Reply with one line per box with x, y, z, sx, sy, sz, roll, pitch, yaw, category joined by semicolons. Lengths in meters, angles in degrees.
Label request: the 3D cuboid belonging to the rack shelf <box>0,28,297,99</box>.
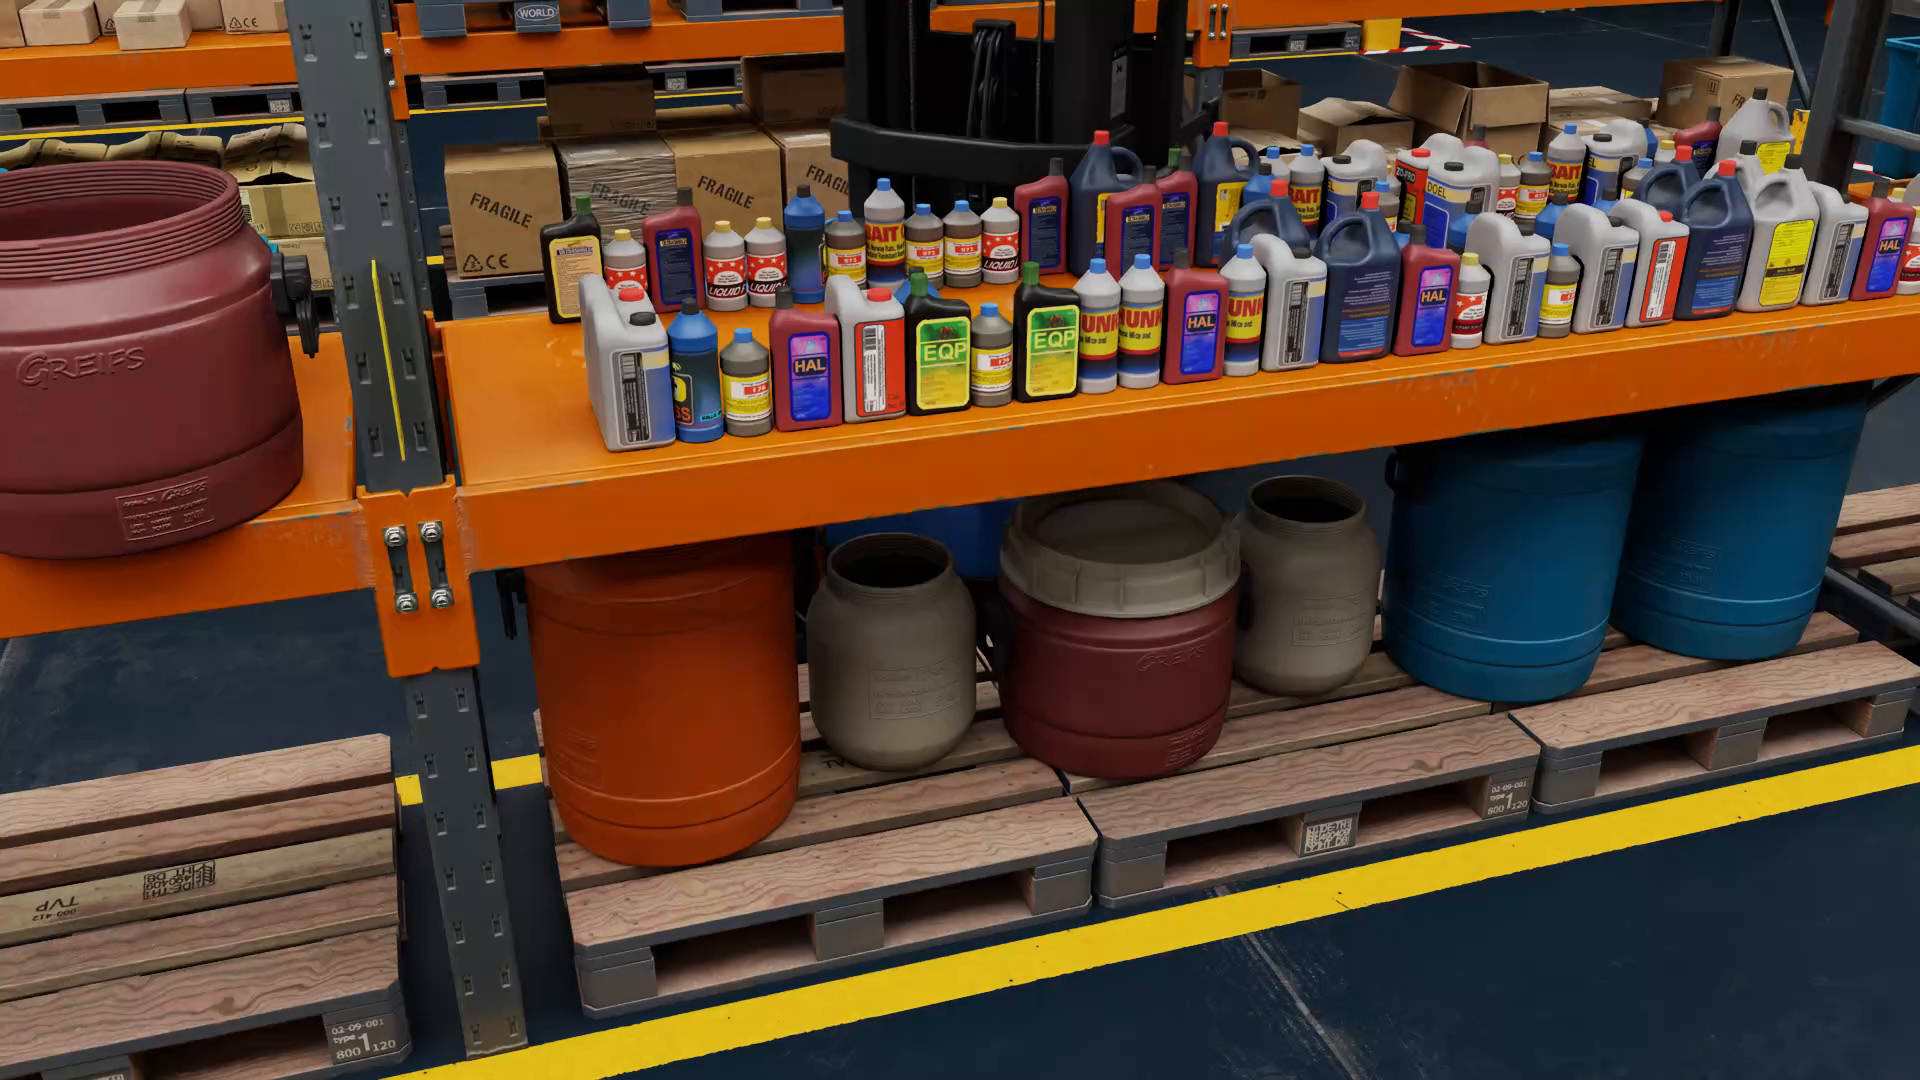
-4.570;-1.956;7.125;4.000;0.370;1.077;-8;28;-16;rack shelf

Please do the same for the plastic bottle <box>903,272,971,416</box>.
-0.045;-0.392;3.297;0.133;0.283;0.061;-8;28;-16;plastic bottle

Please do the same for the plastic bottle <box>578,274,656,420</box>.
-0.674;-0.390;3.302;0.135;0.276;0.152;-8;28;-16;plastic bottle

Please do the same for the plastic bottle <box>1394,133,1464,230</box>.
1.227;-0.924;4.376;0.135;0.276;0.152;-8;28;-16;plastic bottle

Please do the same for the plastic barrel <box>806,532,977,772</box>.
-0.169;0.278;4.143;0.421;0.512;0.421;0;26;0;plastic barrel

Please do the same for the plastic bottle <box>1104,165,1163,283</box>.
0.422;-0.764;4.047;0.133;0.283;0.061;-8;28;-16;plastic bottle

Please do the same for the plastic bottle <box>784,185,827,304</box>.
-0.366;-0.704;3.939;0.097;0.271;0.097;0;26;0;plastic bottle

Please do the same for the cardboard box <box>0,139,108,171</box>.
-4.240;-1.668;7.726;0.500;0.311;0.500;-9;28;-17;cardboard box

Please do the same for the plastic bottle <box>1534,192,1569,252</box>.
1.380;-0.673;3.876;0.097;0.271;0.097;0;26;0;plastic bottle

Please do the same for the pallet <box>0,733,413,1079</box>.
-1.887;0.881;3.738;1.213;0.211;1.003;-8;28;-16;pallet

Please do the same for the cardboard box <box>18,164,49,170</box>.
-4.063;-1.442;7.271;0.500;0.311;0.500;-8;28;-16;cardboard box

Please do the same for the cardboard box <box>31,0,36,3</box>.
-6.403;-3.753;11.410;0.500;0.250;0.500;-9;28;-18;cardboard box

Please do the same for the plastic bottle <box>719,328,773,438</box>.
-0.415;-0.310;3.225;0.097;0.201;0.097;0;26;0;plastic bottle

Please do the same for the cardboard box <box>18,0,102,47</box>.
-3.863;-2.241;7.174;0.250;0.149;0.380;-6;27;-12;cardboard box

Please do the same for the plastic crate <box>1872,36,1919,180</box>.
3.004;-1.237;4.820;0.575;0.384;0.392;-8;28;-16;plastic crate

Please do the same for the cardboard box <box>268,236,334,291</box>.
-3.093;-1.334;7.684;0.500;0.250;0.500;-8;27;-15;cardboard box

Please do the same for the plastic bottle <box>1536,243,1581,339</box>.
1.334;-0.563;3.735;0.097;0.201;0.097;0;26;0;plastic bottle

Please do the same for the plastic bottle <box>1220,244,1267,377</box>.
0.590;-0.487;3.503;0.097;0.271;0.097;0;26;0;plastic bottle

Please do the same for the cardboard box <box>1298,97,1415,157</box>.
2.302;-2.399;9.737;0.500;0.311;0.500;-8;28;-16;cardboard box

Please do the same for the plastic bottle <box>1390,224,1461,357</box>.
1.010;-0.545;3.605;0.133;0.283;0.061;-8;28;-16;plastic bottle

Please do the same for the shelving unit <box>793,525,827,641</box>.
-0.663;-0.149;4.700;0.503;1.200;0.258;-14;30;-26;shelving unit

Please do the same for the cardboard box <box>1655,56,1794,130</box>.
4.498;-2.553;9.836;0.500;0.500;0.500;-8;28;-16;cardboard box

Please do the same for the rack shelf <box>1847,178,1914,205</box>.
4.567;-0.962;5.124;4.000;0.370;1.077;-8;28;-16;rack shelf

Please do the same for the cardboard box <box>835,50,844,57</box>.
-0.351;-2.416;8.717;0.500;0.250;0.500;-8;28;-16;cardboard box

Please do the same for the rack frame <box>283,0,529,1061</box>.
-1.138;-0.458;3.300;0.127;3.000;1.000;-8;28;-16;rack frame

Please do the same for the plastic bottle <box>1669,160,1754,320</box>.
1.717;-0.697;3.836;0.185;0.351;0.144;-8;28;-16;plastic bottle

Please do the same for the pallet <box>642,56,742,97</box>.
-2.275;-3.641;12.847;1.213;0.211;1.003;-8;28;-16;pallet

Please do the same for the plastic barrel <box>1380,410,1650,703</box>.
1.470;-0.092;4.450;0.708;0.901;0.600;-8;28;-16;plastic barrel

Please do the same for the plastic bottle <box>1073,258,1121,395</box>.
0.278;-0.442;3.412;0.097;0.271;0.097;0;26;0;plastic bottle

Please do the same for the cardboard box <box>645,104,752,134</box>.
-1.360;-1.930;8.580;0.500;0.500;0.500;-9;28;-18;cardboard box

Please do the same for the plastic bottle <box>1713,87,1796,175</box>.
2.192;-1.070;4.588;0.185;0.351;0.144;-8;28;-16;plastic bottle

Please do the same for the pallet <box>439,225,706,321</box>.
-1.947;-1.391;8.315;1.213;0.211;1.003;-8;28;-16;pallet

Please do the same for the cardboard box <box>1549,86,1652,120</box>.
3.858;-2.597;10.204;0.500;0.250;0.500;-8;28;-16;cardboard box

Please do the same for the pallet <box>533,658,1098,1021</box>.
-0.401;0.664;4.174;1.213;0.211;1.003;-8;28;-16;pallet

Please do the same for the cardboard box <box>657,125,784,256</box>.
-1.173;-1.714;8.145;0.500;0.500;0.500;-9;28;-17;cardboard box

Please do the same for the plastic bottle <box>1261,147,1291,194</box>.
0.795;-0.872;4.277;0.097;0.271;0.097;0;26;0;plastic bottle

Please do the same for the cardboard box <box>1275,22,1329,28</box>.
2.766;-4.679;14.140;0.500;0.500;0.700;-8;28;-16;cardboard box

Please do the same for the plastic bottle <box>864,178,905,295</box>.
-0.180;-0.730;3.993;0.097;0.271;0.097;0;26;0;plastic bottle

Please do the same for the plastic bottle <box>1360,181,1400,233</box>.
1.063;-0.808;4.228;0.097;0.201;0.097;0;26;0;plastic bottle

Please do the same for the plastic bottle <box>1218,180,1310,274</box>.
0.670;-0.616;3.674;0.185;0.351;0.144;-8;28;-16;plastic bottle

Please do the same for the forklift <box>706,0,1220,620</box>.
0.311;-1.609;5.695;1.130;2.935;3.031;12;29;23;forklift

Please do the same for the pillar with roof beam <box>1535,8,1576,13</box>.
7.033;-7.353;10.442;0.400;9.000;9.100;-8;28;-16;pillar with roof beam

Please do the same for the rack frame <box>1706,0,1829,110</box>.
4.938;-3.655;9.739;0.127;3.000;1.000;-8;28;-16;rack frame

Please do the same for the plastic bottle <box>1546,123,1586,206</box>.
1.641;-0.994;4.524;0.097;0.271;0.097;0;26;0;plastic bottle

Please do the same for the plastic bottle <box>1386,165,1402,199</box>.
1.108;-0.886;4.384;0.097;0.201;0.097;0;26;0;plastic bottle

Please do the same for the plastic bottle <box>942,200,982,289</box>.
0.005;-0.726;4.062;0.097;0.201;0.097;0;26;0;plastic bottle

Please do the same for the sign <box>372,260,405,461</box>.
-0.961;-0.300;2.797;0.005;0.325;0.100;-8;28;-16;sign

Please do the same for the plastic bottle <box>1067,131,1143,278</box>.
0.366;-0.834;4.112;0.185;0.351;0.144;-8;28;-16;plastic bottle

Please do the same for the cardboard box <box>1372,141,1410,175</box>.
2.421;-2.122;9.342;0.250;0.166;0.380;-8;28;-16;cardboard box

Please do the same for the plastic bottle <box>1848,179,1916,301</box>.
2.185;-0.715;3.948;0.133;0.283;0.061;-8;28;-16;plastic bottle

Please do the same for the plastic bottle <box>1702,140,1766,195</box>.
1.848;-0.783;4.010;0.185;0.351;0.144;-8;28;-16;plastic bottle

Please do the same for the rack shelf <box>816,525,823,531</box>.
-0.663;-0.088;4.730;0.480;0.148;0.258;-14;30;-26;rack shelf

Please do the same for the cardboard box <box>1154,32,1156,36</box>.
1.308;-4.464;13.707;0.500;0.500;0.700;-8;27;-15;cardboard box

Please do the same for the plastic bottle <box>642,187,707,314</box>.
-0.666;-0.674;3.866;0.133;0.283;0.061;-8;28;-16;plastic bottle

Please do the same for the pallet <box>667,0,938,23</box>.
-0.821;-2.737;8.106;1.213;0.211;1.003;-8;28;-16;pallet

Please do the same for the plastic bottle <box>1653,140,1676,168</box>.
1.954;-1.008;4.631;0.097;0.201;0.097;0;26;0;plastic bottle
